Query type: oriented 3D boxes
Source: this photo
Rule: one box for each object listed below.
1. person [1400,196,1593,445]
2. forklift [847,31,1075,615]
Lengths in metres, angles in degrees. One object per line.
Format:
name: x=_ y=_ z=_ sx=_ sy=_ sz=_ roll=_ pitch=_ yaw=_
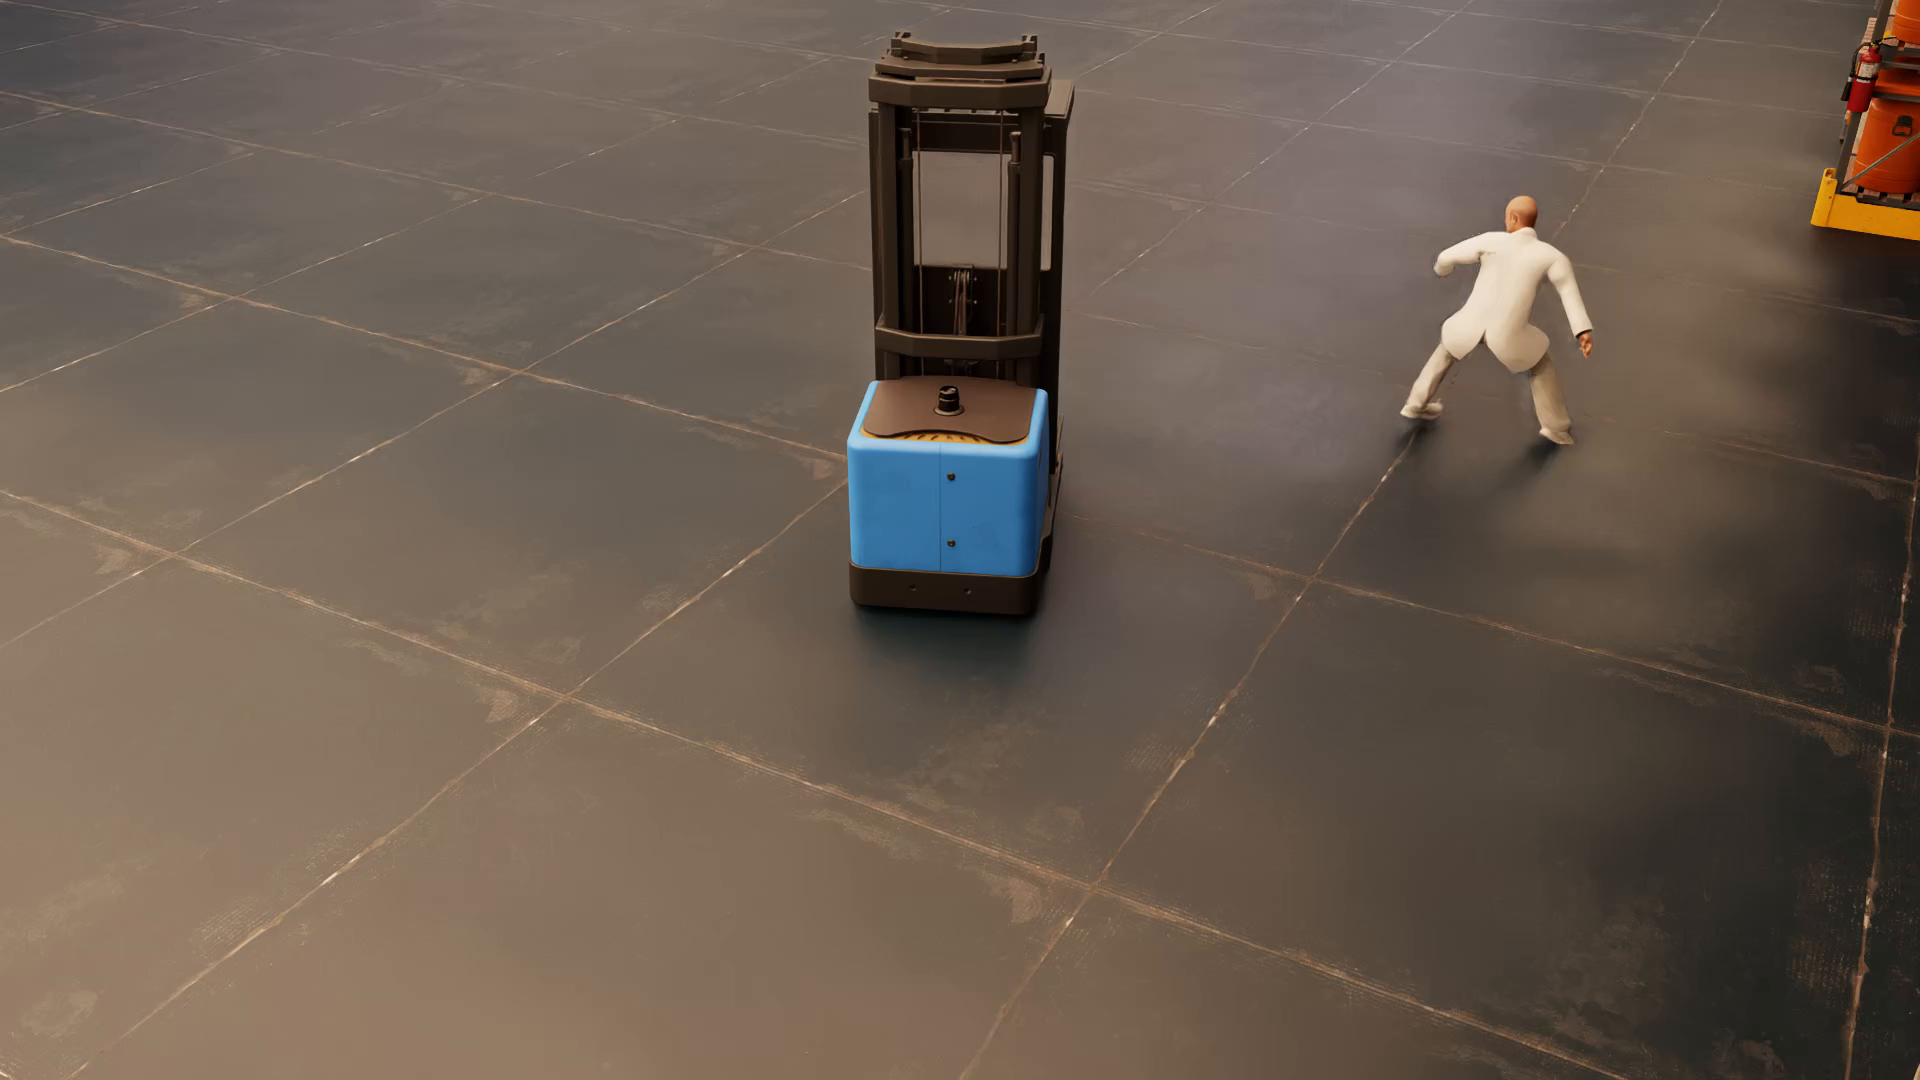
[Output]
person: x=3.584 y=-1.369 z=10.876 sx=1.156 sy=1.728 sz=0.592 roll=17 pitch=34 yaw=27
forklift: x=0.072 y=-1.572 z=9.794 sx=1.130 sy=2.935 sz=3.031 roll=3 pitch=30 yaw=6
